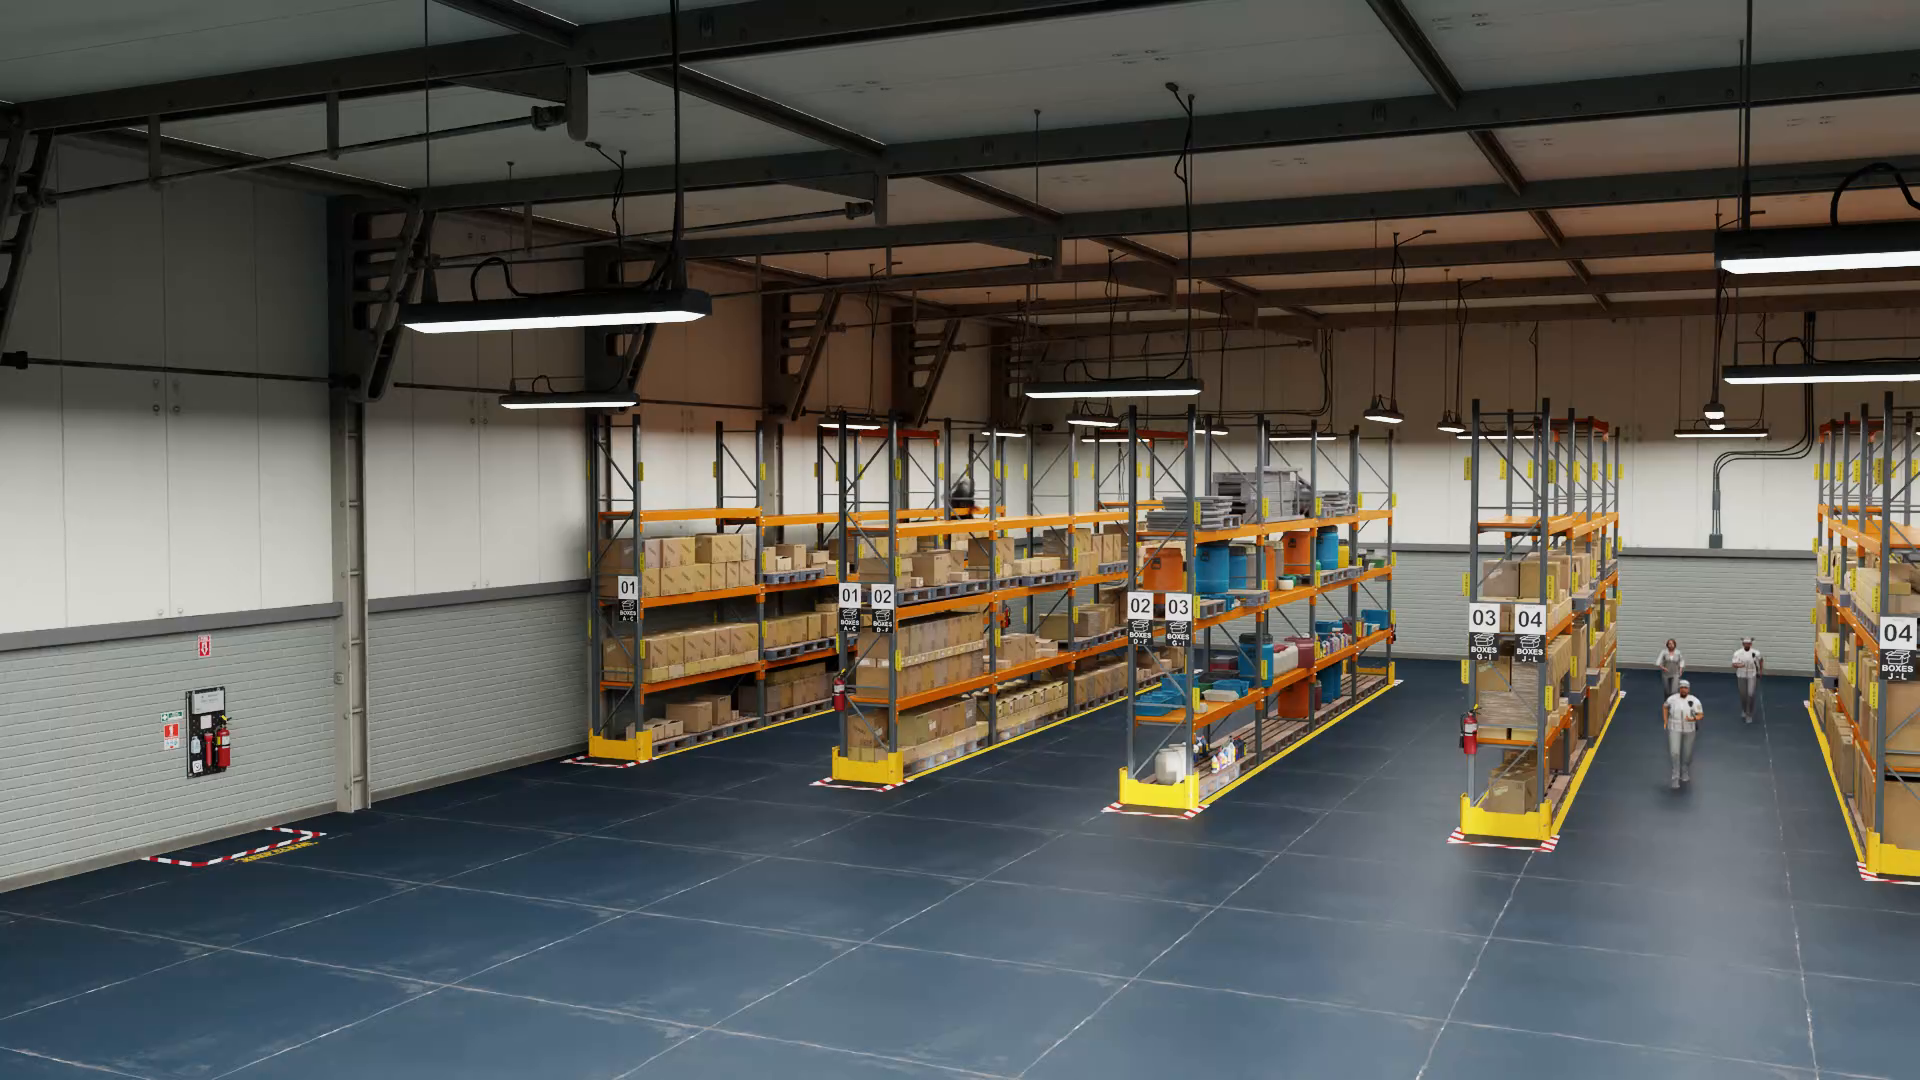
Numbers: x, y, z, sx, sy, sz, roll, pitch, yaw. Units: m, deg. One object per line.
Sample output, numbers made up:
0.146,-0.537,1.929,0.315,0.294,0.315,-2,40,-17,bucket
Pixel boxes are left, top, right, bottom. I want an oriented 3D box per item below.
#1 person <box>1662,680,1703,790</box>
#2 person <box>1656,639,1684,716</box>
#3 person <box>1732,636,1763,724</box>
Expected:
11.503,3.080,26.490,0.584,1.716,0.786,1,3,21,person
14.512,2.811,33.988,0.540,1.600,0.788,1,3,21,person
15.775,2.790,33.327,0.539,1.745,0.846,1,3,30,person
